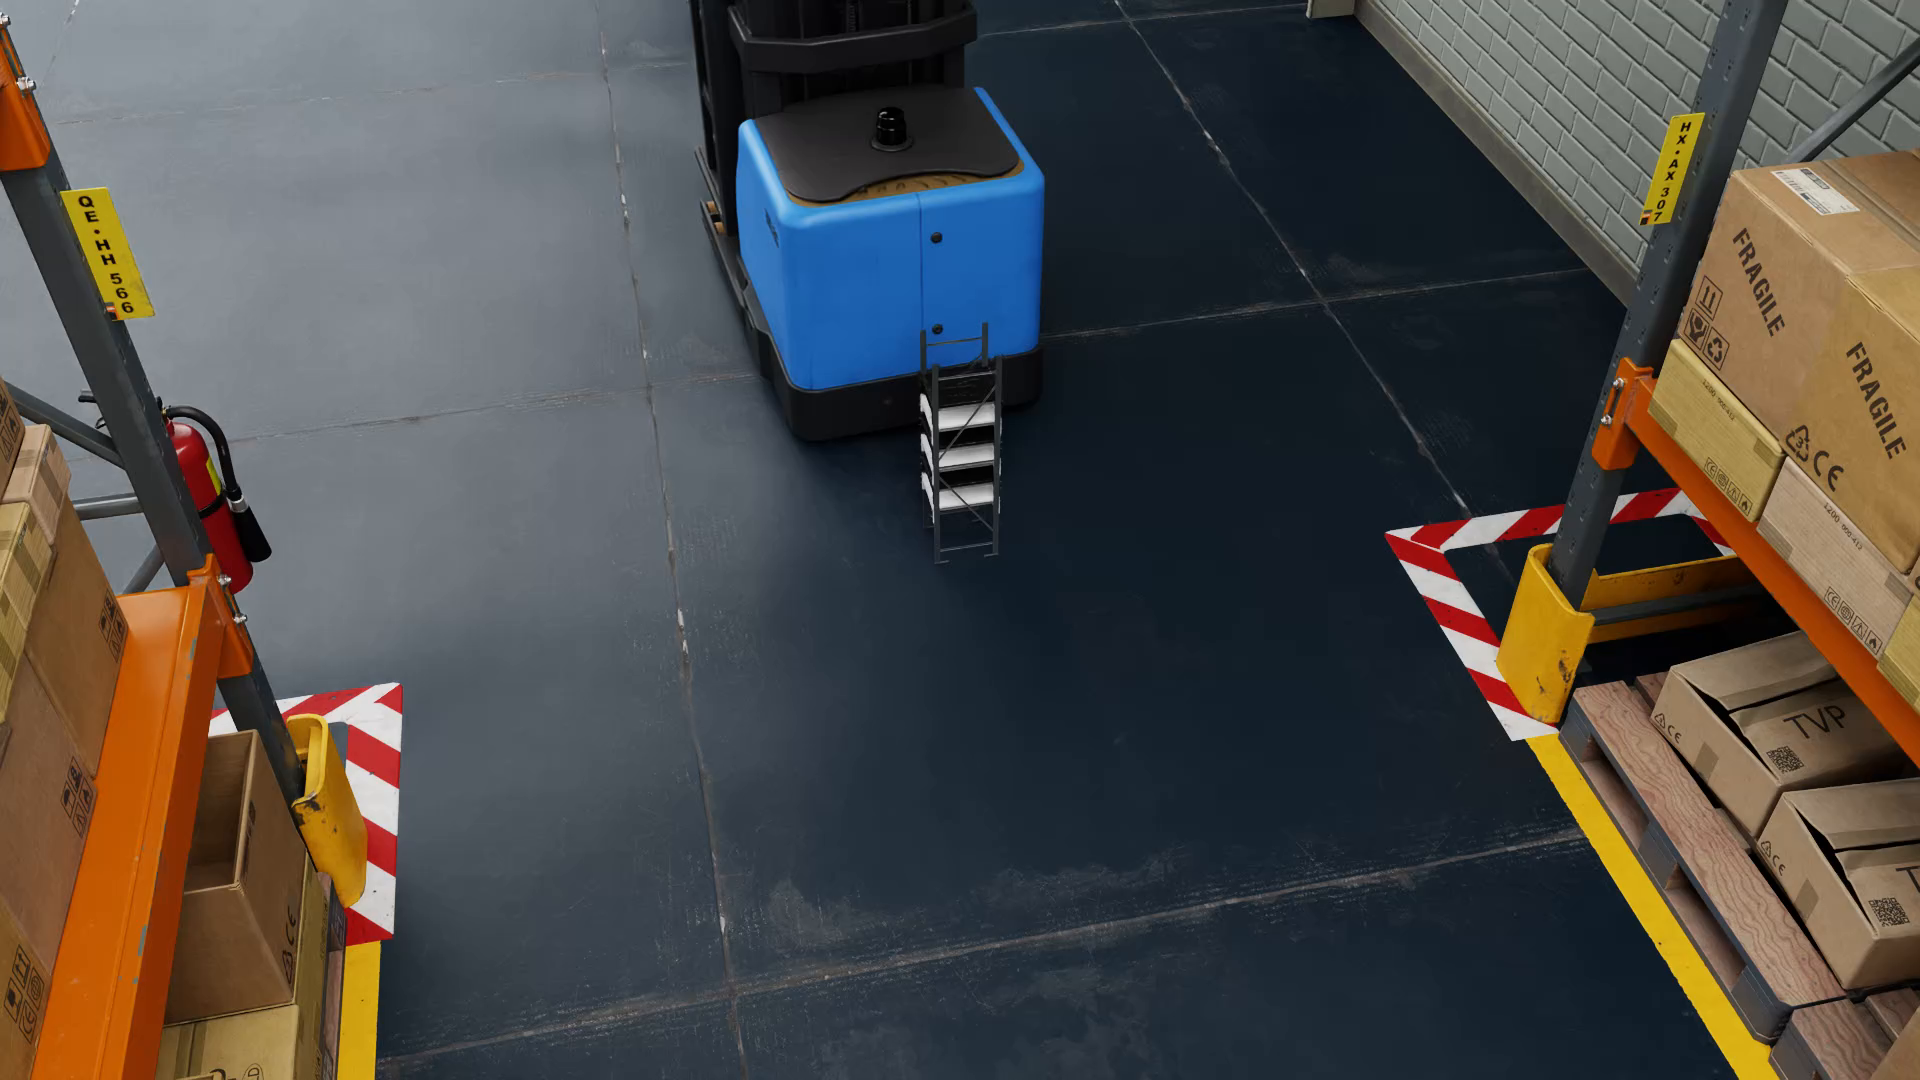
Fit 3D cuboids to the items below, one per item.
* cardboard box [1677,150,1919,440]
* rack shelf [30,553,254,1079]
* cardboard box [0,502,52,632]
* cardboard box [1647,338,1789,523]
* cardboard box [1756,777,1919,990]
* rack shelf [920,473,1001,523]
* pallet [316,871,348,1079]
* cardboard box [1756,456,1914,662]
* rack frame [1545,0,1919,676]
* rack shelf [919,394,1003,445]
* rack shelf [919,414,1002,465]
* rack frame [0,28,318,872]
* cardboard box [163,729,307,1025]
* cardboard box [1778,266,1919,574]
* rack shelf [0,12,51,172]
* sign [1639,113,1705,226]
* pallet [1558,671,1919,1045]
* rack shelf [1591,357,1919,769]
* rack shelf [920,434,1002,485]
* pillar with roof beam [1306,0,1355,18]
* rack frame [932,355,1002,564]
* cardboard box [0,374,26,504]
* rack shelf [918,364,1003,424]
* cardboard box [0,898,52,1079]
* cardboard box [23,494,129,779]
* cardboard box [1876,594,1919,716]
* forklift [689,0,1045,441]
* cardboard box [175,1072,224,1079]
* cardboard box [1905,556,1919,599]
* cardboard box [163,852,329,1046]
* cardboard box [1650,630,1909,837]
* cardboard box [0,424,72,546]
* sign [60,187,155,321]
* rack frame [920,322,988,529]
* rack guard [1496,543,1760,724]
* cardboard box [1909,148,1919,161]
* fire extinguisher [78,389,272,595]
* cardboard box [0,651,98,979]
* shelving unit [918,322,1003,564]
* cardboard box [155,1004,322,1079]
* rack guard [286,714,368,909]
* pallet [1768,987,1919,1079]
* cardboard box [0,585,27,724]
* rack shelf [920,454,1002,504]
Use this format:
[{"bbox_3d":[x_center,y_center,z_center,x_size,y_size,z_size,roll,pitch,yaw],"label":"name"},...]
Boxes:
[{"bbox_3d":[2.247,-0.623,4.226,0.500,0.500,0.500,-8,42,-9],"label":"cardboard box"},{"bbox_3d":[-1.967,1.534,2.804,1.077,0.370,4.000,-8,42,-9],"label":"rack shelf"},{"bbox_3d":[-2.073,0.078,3.338,0.380,0.149,0.250,-7,42,-8],"label":"cardboard box"},{"bbox_3d":[2.232,-0.333,4.464,0.500,0.250,0.500,-9,42,-11],"label":"cardboard box"},{"bbox_3d":[2.622,0.928,4.639,0.500,0.311,0.500,-5,42,-6],"label":"cardboard box"},{"bbox_3d":[0.002,-0.172,6.087,0.258,0.077,0.200,-8,42,-9],"label":"rack shelf"},{"bbox_3d":[-2.193,1.501,4.400,1.003,0.211,1.213,-8,42,-9],"label":"pallet"},{"bbox_3d":[2.358,0.001,4.087,0.500,0.250,0.500,-10,42,-11],"label":"cardboard box"},{"bbox_3d":[2.437,-0.744,4.828,1.000,3.000,0.127,-8,42,-9],"label":"rack frame"},{"bbox_3d":[0.002,-0.441,5.848,0.258,0.077,0.200,-8,42,-9],"label":"rack shelf"},{"bbox_3d":[0.002,-0.374,5.908,0.258,0.077,0.200,-8,42,-9],"label":"rack shelf"},{"bbox_3d":[-2.399,-0.032,4.026,1.000,3.000,0.127,-8,42,-9],"label":"rack frame"},{"bbox_3d":[-1.993,0.864,4.207,0.500,0.500,0.500,-8,42,-9],"label":"cardboard box"},{"bbox_3d":[2.344,-0.301,3.863,0.500,0.500,0.500,-8,42,-9],"label":"cardboard box"},{"bbox_3d":[-1.967,0.412,1.809,1.077,0.370,4.000,-8,42,-9],"label":"rack shelf"},{"bbox_3d":[1.907,-0.990,4.453,0.100,0.325,0.005,-8,42,-9],"label":"sign"},{"bbox_3d":[2.594,0.880,5.100,1.003,0.211,1.213,-8,42,-9],"label":"pallet"},{"bbox_3d":[2.869,0.822,3.607,1.077,0.370,4.000,-8,42,-9],"label":"rack shelf"},{"bbox_3d":[0.002,-0.306,5.967,0.258,0.077,0.200,-8,42,-9],"label":"rack shelf"},{"bbox_3d":[-2.066,-5.930,6.152,9.100,9.000,0.400,-8,42,-9],"label":"pillar with roof beam"},{"bbox_3d":[0.024,-0.265,5.871,0.240,0.900,0.006,-8,42,-9],"label":"rack frame"},{"bbox_3d":[-2.299,-0.215,3.181,0.700,0.500,0.500,-8,42,-9],"label":"cardboard box"},{"bbox_3d":[0.002,-0.508,5.788,0.258,0.077,0.200,-8,42,-9],"label":"rack shelf"},{"bbox_3d":[-2.091,0.898,2.904,0.700,0.500,0.500,-8,42,-9],"label":"cardboard box"},{"bbox_3d":[-2.311,0.235,3.650,0.700,0.500,0.500,-8,42,-9],"label":"cardboard box"},{"bbox_3d":[2.463,0.332,3.714,0.500,0.250,0.500,-9,42,-10],"label":"cardboard box"},{"bbox_3d":[-0.589,-2.479,6.834,1.130,2.935,3.031,-12,43,-13],"label":"forklift"},{"bbox_3d":[-1.762,1.510,3.479,0.500,0.500,0.500,-8,42,-9],"label":"cardboard box"},{"bbox_3d":[2.449,0.034,3.485,0.500,0.500,0.500,-10,42,-11],"label":"cardboard box"},{"bbox_3d":[-1.995,1.145,4.456,0.500,0.250,0.500,-8,42,-9],"label":"cardboard box"},{"bbox_3d":[2.499,0.559,5.055,0.500,0.311,0.500,-13,43,-14],"label":"cardboard box"},{"bbox_3d":[-2.130,-0.091,3.529,0.380,0.149,0.250,-9,42,-10],"label":"cardboard box"},{"bbox_3d":[-1.866,-0.622,3.641,0.100,0.325,0.005,-8,42,-9],"label":"sign"},{"bbox_3d":[-0.020,-0.397,6.020,0.240,0.900,0.006,-8,42,-9],"label":"rack frame"},{"bbox_3d":[2.454,0.240,5.603,1.175,0.500,0.348,-8,42,-9],"label":"rack guard"},{"bbox_3d":[2.746,-0.701,4.313,0.500,0.500,0.500,-9,42,-10],"label":"cardboard box"},{"bbox_3d":[-1.971,-0.146,4.213,0.296,0.674,0.183,-8,42,-9],"label":"fire extinguisher"},{"bbox_3d":[-2.193,0.575,3.267,0.700,0.500,0.500,-7,42,-8],"label":"cardboard box"},{"bbox_3d":[0.002,-0.331,5.945,0.258,0.900,0.210,-8,42,-9],"label":"shelving unit"},{"bbox_3d":[-1.875,1.467,4.092,0.500,0.250,0.500,-8,42,-9],"label":"cardboard box"},{"bbox_3d":[-2.404,0.888,4.873,1.175,0.500,0.348,-8,42,-9],"label":"rack guard"},{"bbox_3d":[2.854,1.669,4.211,1.003,0.211,1.213,-8,42,-9],"label":"pallet"},{"bbox_3d":[-2.017,0.244,3.152,0.380,0.149,0.250,-9,42,-10],"label":"cardboard box"},{"bbox_3d":[0.002,-0.239,6.027,0.258,0.077,0.200,-8,42,-9],"label":"rack shelf"}]
